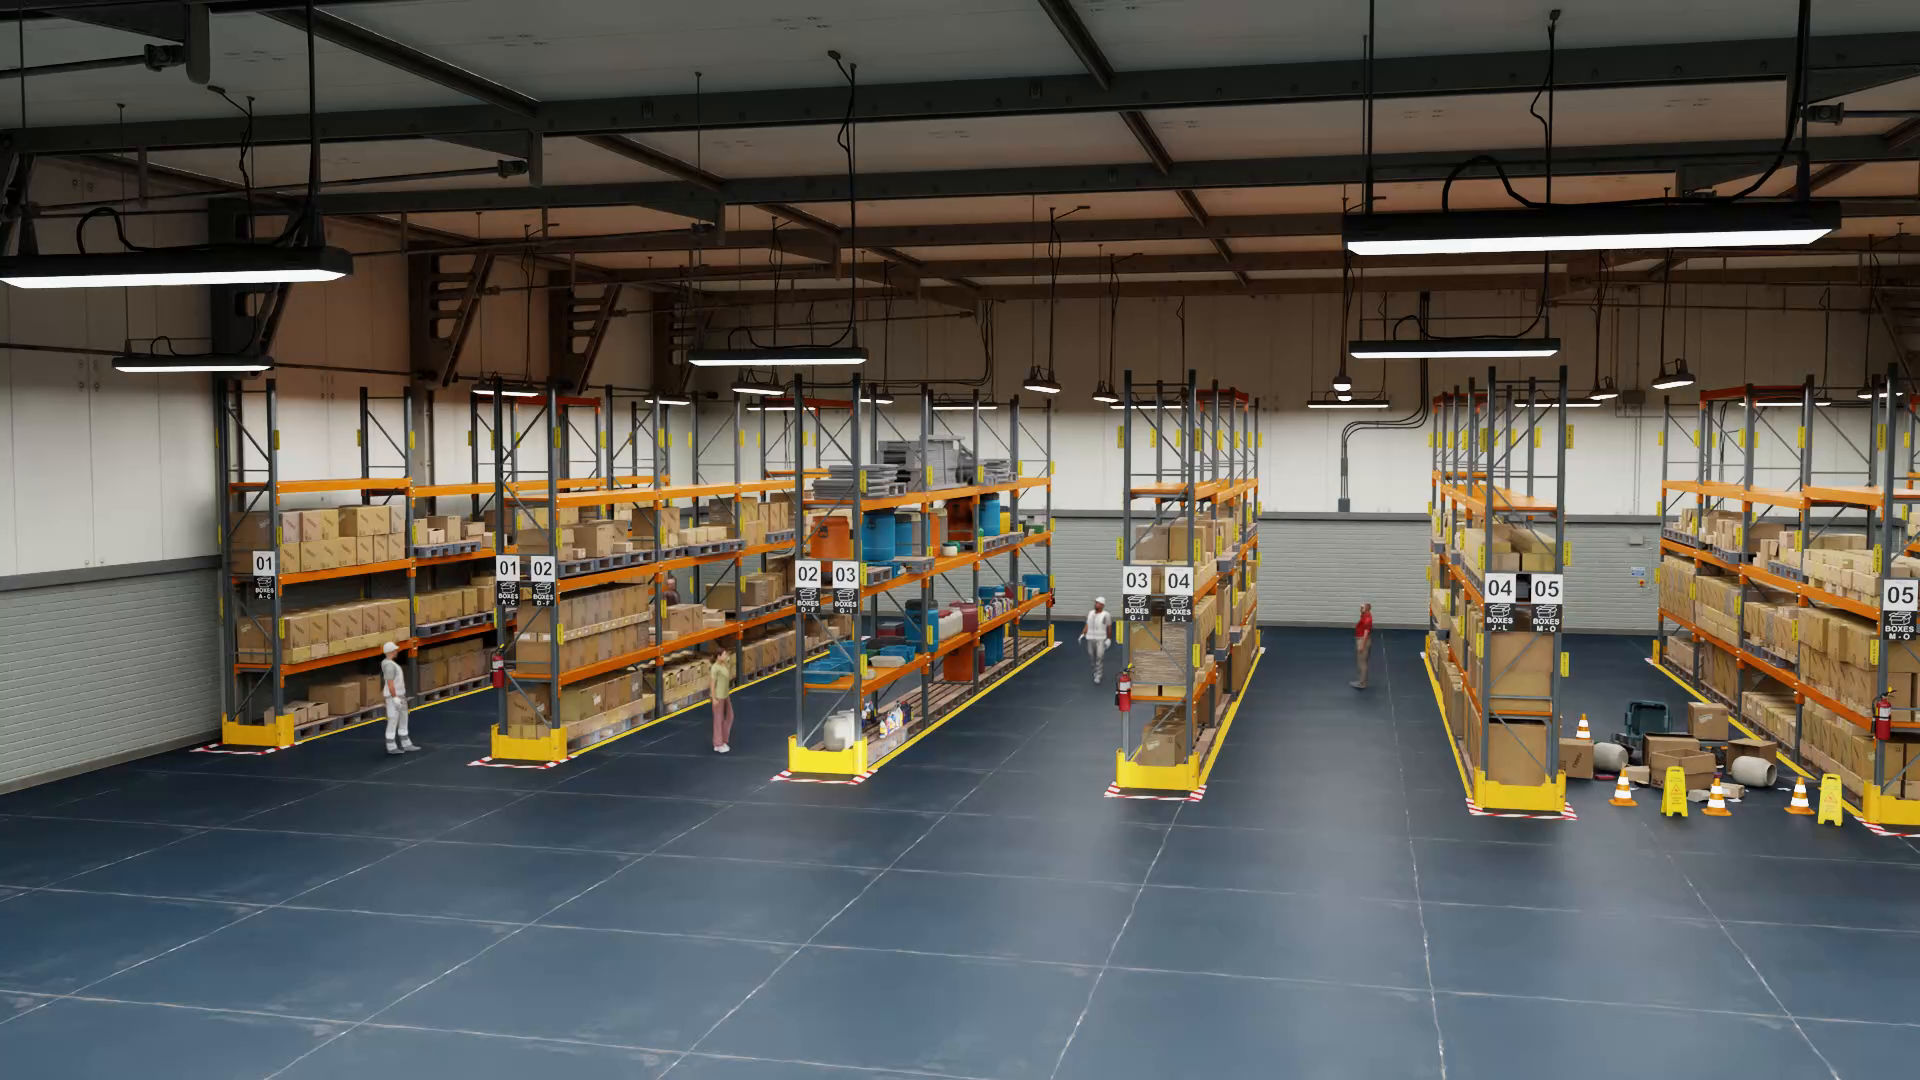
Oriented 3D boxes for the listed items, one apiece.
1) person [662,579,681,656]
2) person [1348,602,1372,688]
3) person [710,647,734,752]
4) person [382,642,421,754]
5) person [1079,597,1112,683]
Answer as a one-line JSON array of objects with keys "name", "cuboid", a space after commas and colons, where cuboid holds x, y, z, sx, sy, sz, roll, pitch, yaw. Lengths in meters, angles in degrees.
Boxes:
[{"name": "person", "cuboid": [-6.653, 1.812, 38.423, 0.459, 1.810, 0.648, 1, 4, 13]}, {"name": "person", "cuboid": [8.103, 2.120, 33.676, 0.516, 1.733, 0.565, 1, 4, 23]}, {"name": "person", "cuboid": [-3.855, 2.599, 26.845, 0.375, 1.718, 0.534, 1, 4, 14]}, {"name": "person", "cuboid": [-8.969, 2.513, 26.590, 0.576, 1.789, 0.634, 0, 3, 0]}, {"name": "person", "cuboid": [2.787, 2.052, 34.328, 0.666, 1.721, 0.993, 1, 4, 18]}]
